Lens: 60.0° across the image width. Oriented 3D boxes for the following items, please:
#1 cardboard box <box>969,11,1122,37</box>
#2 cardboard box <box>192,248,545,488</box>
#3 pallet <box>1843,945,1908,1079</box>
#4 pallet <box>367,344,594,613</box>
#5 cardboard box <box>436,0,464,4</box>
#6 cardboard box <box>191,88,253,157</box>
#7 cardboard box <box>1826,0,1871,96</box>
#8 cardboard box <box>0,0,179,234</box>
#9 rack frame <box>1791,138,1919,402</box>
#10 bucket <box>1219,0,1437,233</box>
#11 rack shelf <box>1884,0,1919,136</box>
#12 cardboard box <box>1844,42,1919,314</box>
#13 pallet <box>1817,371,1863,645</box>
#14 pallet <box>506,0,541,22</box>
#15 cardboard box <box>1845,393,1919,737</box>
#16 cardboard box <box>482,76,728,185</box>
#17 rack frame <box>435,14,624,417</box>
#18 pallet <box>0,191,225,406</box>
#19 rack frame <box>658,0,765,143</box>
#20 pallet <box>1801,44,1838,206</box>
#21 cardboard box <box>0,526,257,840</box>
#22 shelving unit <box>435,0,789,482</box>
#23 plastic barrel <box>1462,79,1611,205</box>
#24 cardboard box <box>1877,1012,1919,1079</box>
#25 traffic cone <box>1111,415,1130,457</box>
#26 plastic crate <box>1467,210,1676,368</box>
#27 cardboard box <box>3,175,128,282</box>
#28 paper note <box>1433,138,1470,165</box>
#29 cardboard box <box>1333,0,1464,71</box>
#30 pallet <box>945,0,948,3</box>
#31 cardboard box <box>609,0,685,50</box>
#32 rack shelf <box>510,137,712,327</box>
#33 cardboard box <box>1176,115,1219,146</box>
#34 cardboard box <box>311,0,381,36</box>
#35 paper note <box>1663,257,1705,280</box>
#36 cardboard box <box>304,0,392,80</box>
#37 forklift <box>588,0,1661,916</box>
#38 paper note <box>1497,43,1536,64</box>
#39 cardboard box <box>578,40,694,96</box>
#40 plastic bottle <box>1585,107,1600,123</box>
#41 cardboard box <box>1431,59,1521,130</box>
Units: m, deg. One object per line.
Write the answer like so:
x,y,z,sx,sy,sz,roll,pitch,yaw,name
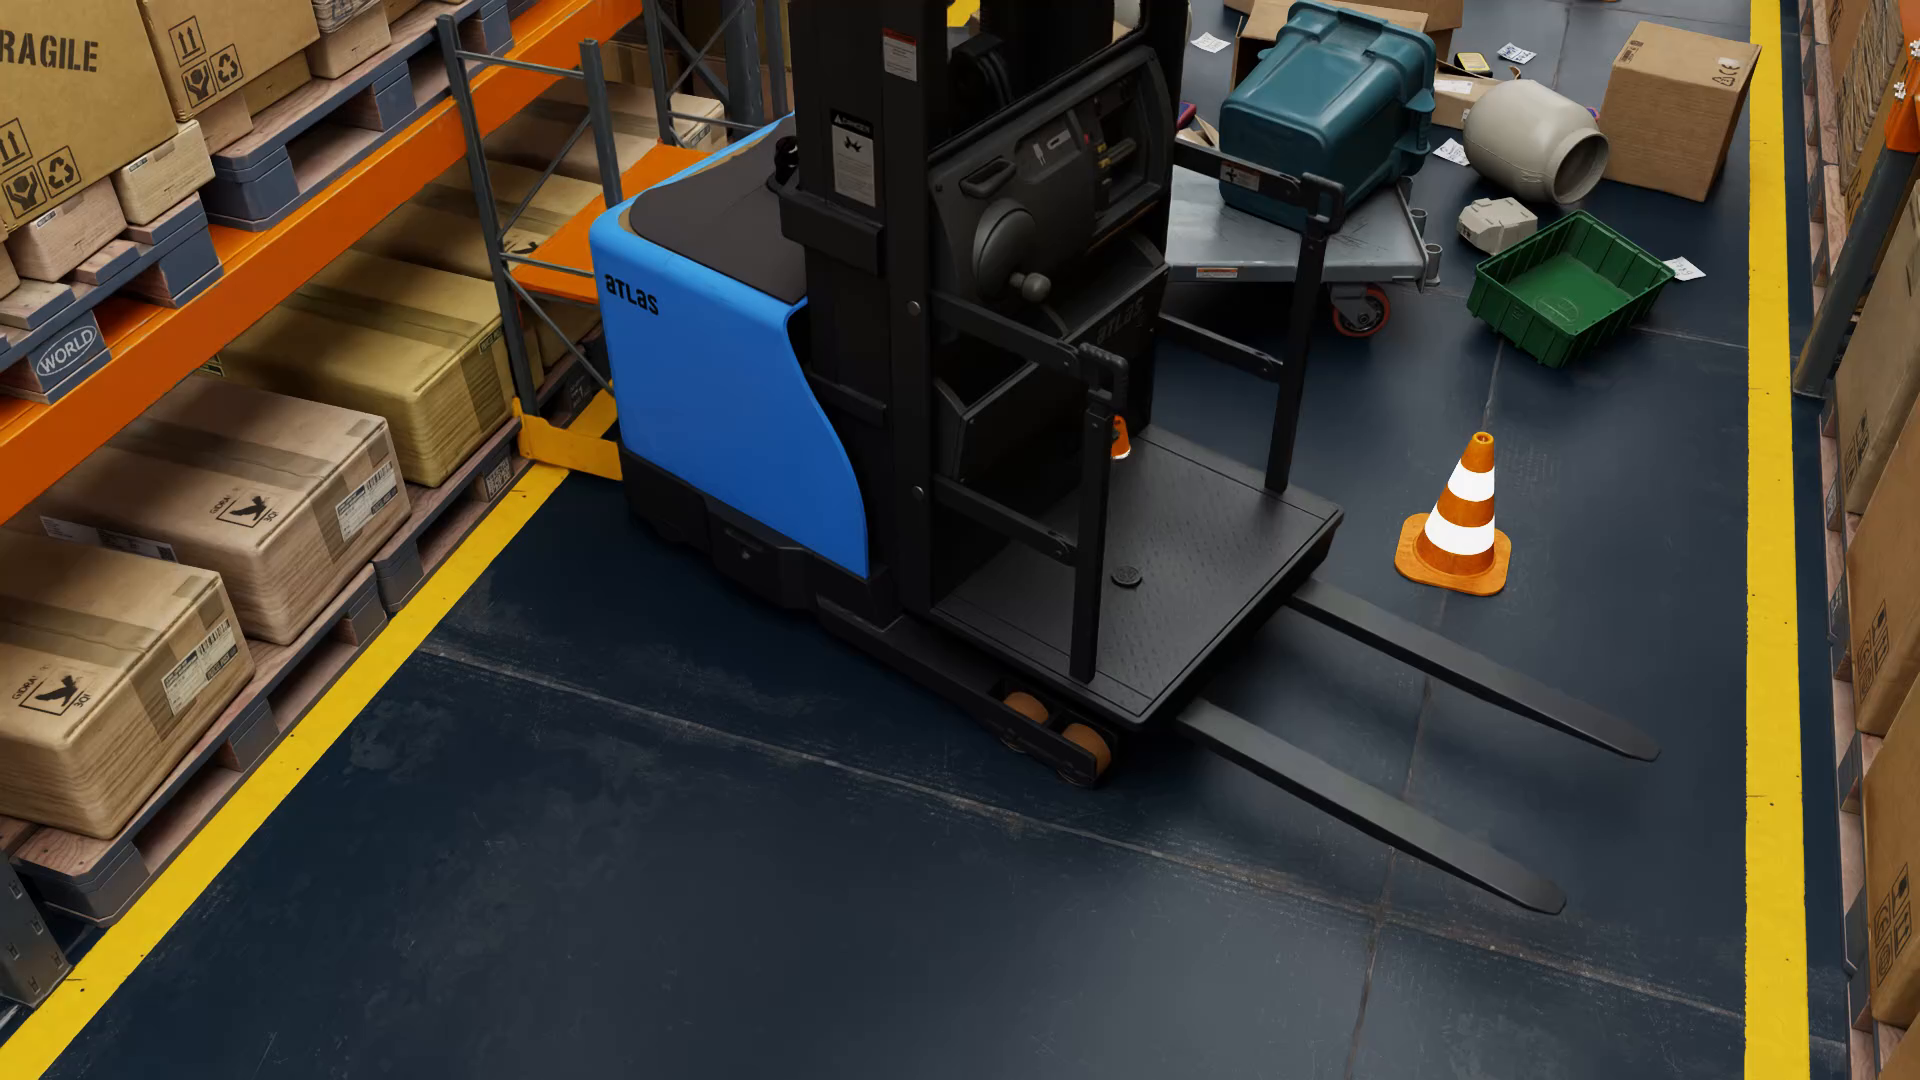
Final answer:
0.375,-2.015,7.225,0.500,0.500,0.500,-21,45,-22,cardboard box
-1.926,-0.589,5.331,0.950,0.372,0.625,15,43,17,cardboard box
2.389,1.460,3.376,1.003,0.211,1.213,13,42,15,pallet
-1.950,-0.331,5.475,1.003,0.211,1.213,13,42,15,pallet
-1.549,-1.684,4.782,0.380,0.149,0.250,13,42,15,cardboard box
-1.964,-1.044,4.033,0.380,0.149,0.250,16,43,18,cardboard box
4.316,-2.402,7.068,0.875,0.875,0.875,13,42,14,cardboard box
-2.095,-1.027,3.513,0.500,0.500,0.500,15,43,17,cardboard box
3.416,-1.577,4.787,1.000,3.000,0.127,13,42,15,rack frame
1.296,-1.504,6.053,0.726,0.611,0.620,29,58,29,bucket
4.100,-2.523,6.450,1.077,0.370,4.000,13,42,15,rack shelf
3.697,-1.296,5.772,0.875,0.875,0.875,14,42,16,cardboard box
3.223,-0.028,5.121,1.003,0.211,1.213,13,42,15,pallet
-1.668,-2.107,5.556,1.003,0.211,1.213,13,42,15,pallet
2.955,0.106,4.225,1.050,0.750,0.750,13,42,15,cardboard box
-1.447,-1.453,6.343,0.950,0.372,0.625,14,42,16,cardboard box
-1.192,-0.809,4.976,0.500,1.500,0.032,14,43,17,rack frame
-2.494,-0.559,3.742,1.213,0.211,1.003,13,42,15,pallet
-1.270,-2.614,6.002,1.000,3.000,0.127,13,42,15,rack frame
4.166,-1.709,7.090,1.003,0.211,1.213,13,42,15,pallet
-2.435,0.324,4.261,0.950,0.372,0.625,11,42,12,cardboard box
-1.005,-1.110,5.327,0.587,1.500,1.083,14,43,17,shelving unit
2.363,-1.629,6.833,0.421,0.421,0.512,-21,45,-22,plastic barrel
2.341,1.208,2.933,1.050,0.750,0.750,13,42,14,cardboard box
0.462,-0.183,5.108,0.336,0.463,0.334,13,42,15,traffic cone
2.245,-0.925,6.146,0.662,0.188,0.450,-29,58,-29,plastic crate
-2.087,-0.717,3.649,0.380,0.149,0.250,11,42,12,cardboard box
2.161,-1.679,7.200,0.172,0.023,0.155,29,48,29,paper note
1.877,-2.470,7.758,0.797,0.503,0.637,-13,42,-15,cardboard box
-0.658,-2.717,8.272,1.003,0.211,1.213,13,42,15,pallet
-1.320,-2.433,7.008,0.500,0.500,0.500,13,42,14,cardboard box
-1.000,-0.979,5.450,0.538,0.185,1.000,14,43,17,rack shelf
1.026,-1.594,6.914,0.258,0.266,0.396,-13,42,-15,cardboard box
-1.741,-1.656,4.250,0.500,0.500,0.500,12,42,13,cardboard box
2.795,-1.058,6.467,0.147,0.020,0.142,-13,42,-15,paper note
-1.753,-1.370,4.415,0.380,0.149,0.250,15,43,16,cardboard box
0.410,-0.847,3.984,3.031,2.935,1.130,27,47,28,forklift
2.667,-2.332,7.961,0.144,0.017,0.142,29,48,29,paper note
-1.320,-2.148,7.251,0.500,0.250,0.500,15,43,17,cardboard box
2.695,-1.873,7.398,0.283,0.061,0.133,0,40,0,plastic bottle
2.273,-1.994,7.382,0.396,0.266,0.258,21,45,22,cardboard box
